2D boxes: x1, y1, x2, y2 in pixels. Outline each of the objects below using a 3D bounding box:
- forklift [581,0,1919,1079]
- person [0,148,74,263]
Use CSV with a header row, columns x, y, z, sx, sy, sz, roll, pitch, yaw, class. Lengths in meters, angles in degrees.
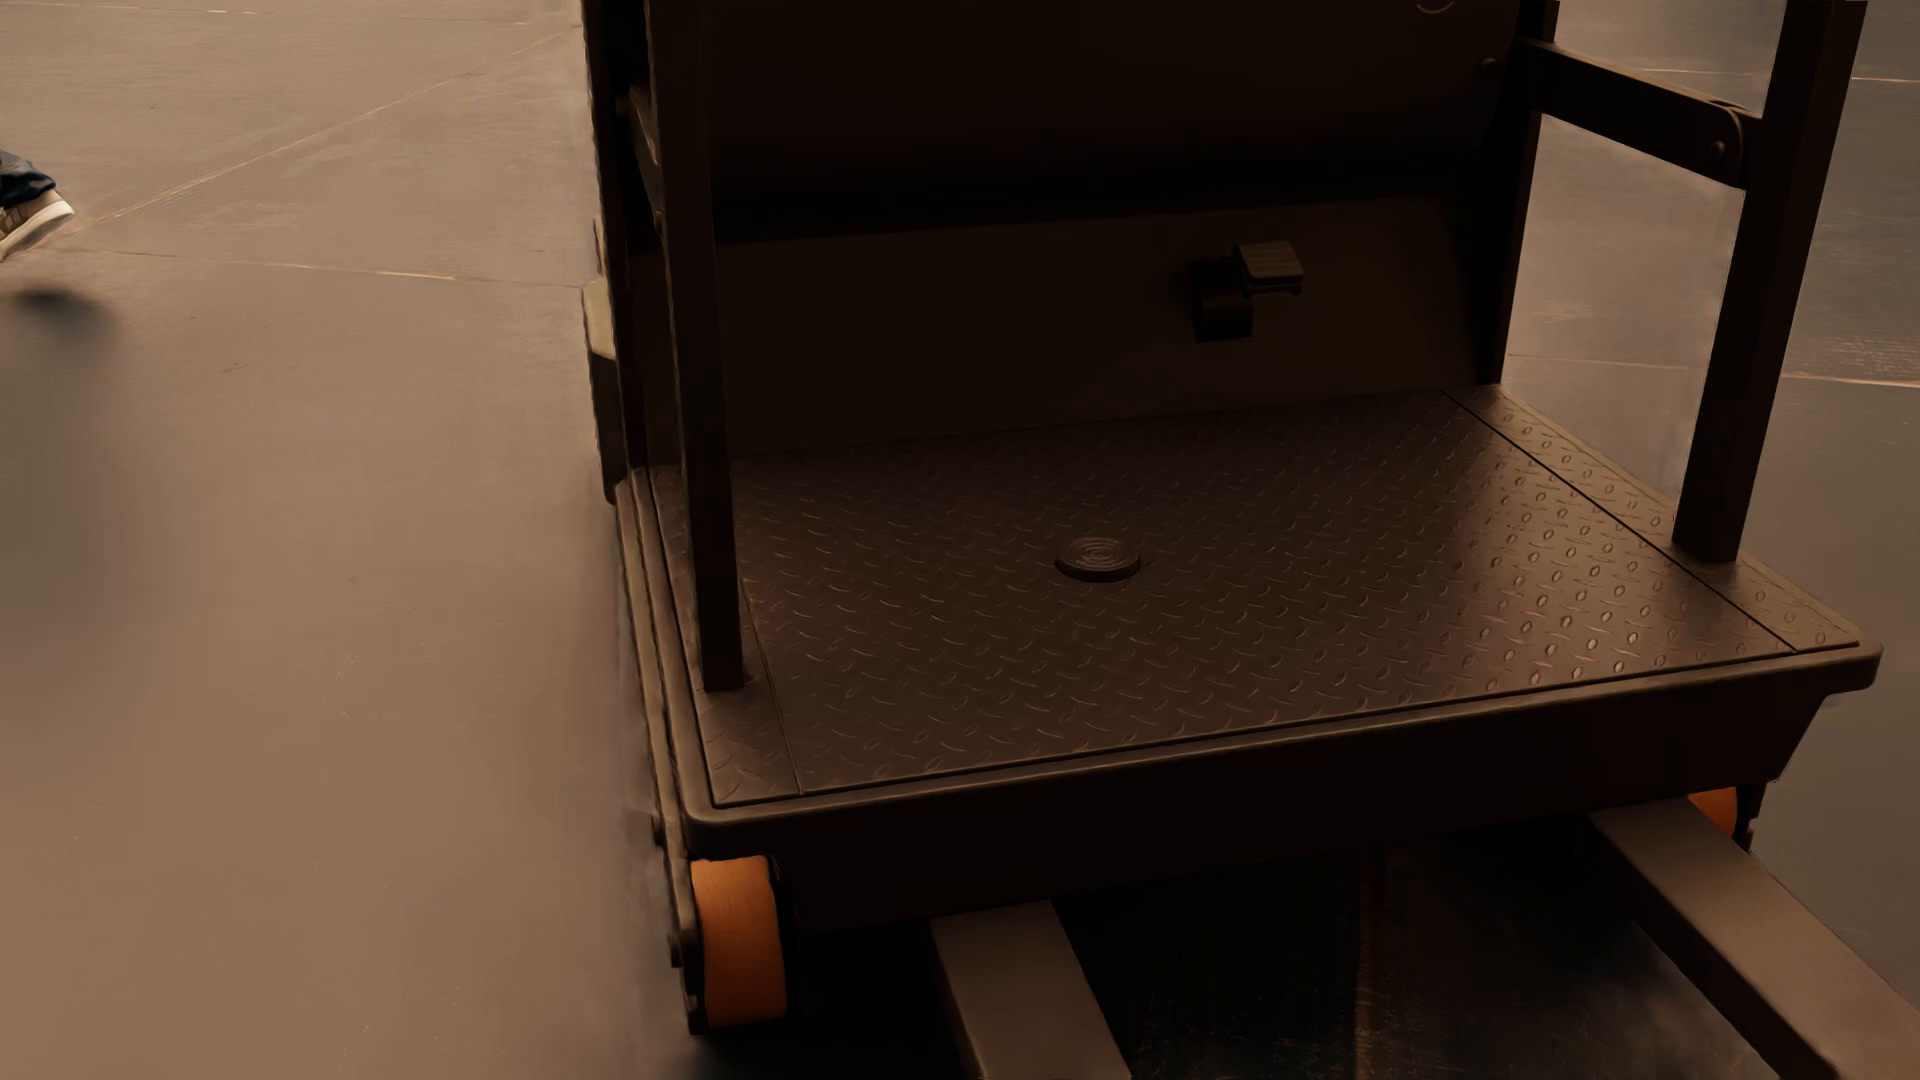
x,y,z,sx,sy,sz,roll,pitch,yaw,class
0.204,-1.037,1.301,1.130,2.935,3.031,-6,27,-12,forklift
-2.234,-1.193,3.208,0.719,1.519,0.465,2,27,3,person
